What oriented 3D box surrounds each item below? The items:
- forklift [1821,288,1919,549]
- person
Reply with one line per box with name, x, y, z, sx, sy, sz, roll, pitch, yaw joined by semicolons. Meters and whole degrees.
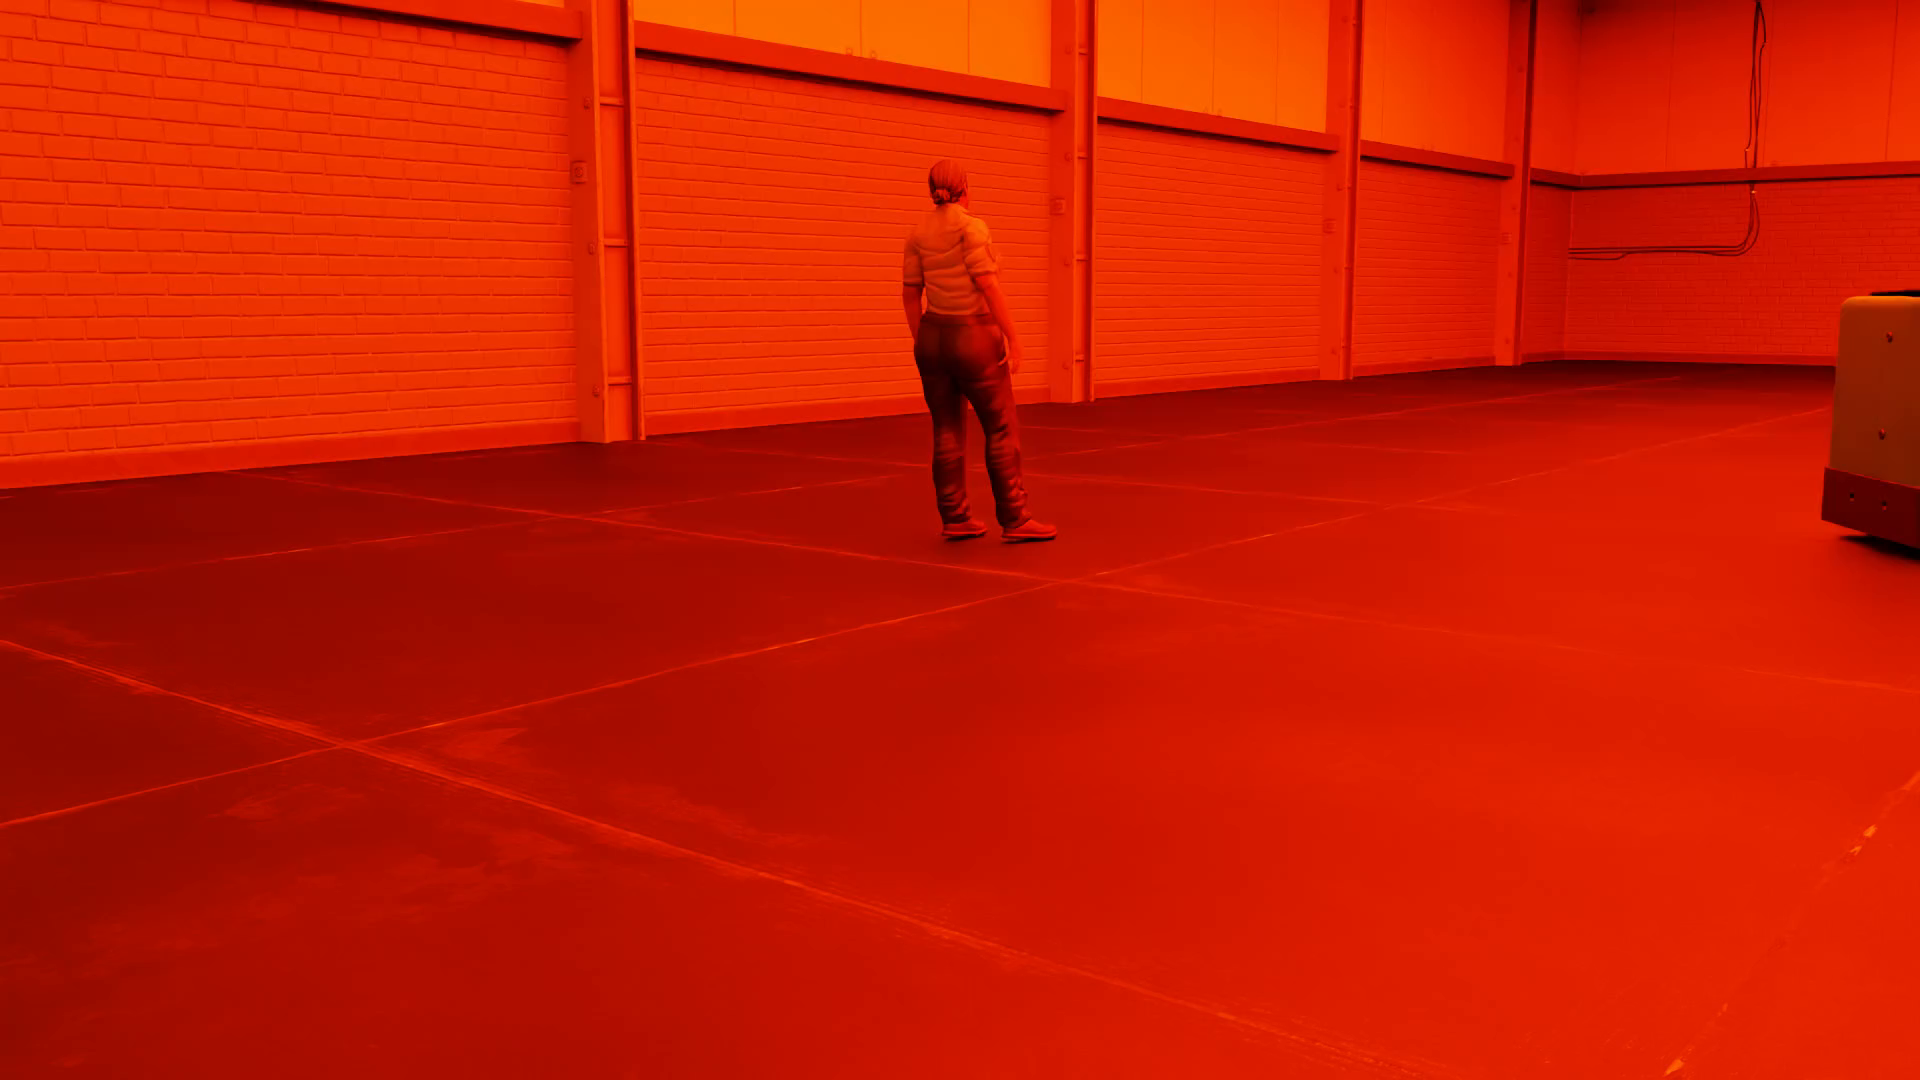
forklift;5.379;-1.391;6.788;3.031;2.935;1.130;1;8;4
person;0.075;-0.830;7.340;0.598;1.651;0.502;7;11;38
